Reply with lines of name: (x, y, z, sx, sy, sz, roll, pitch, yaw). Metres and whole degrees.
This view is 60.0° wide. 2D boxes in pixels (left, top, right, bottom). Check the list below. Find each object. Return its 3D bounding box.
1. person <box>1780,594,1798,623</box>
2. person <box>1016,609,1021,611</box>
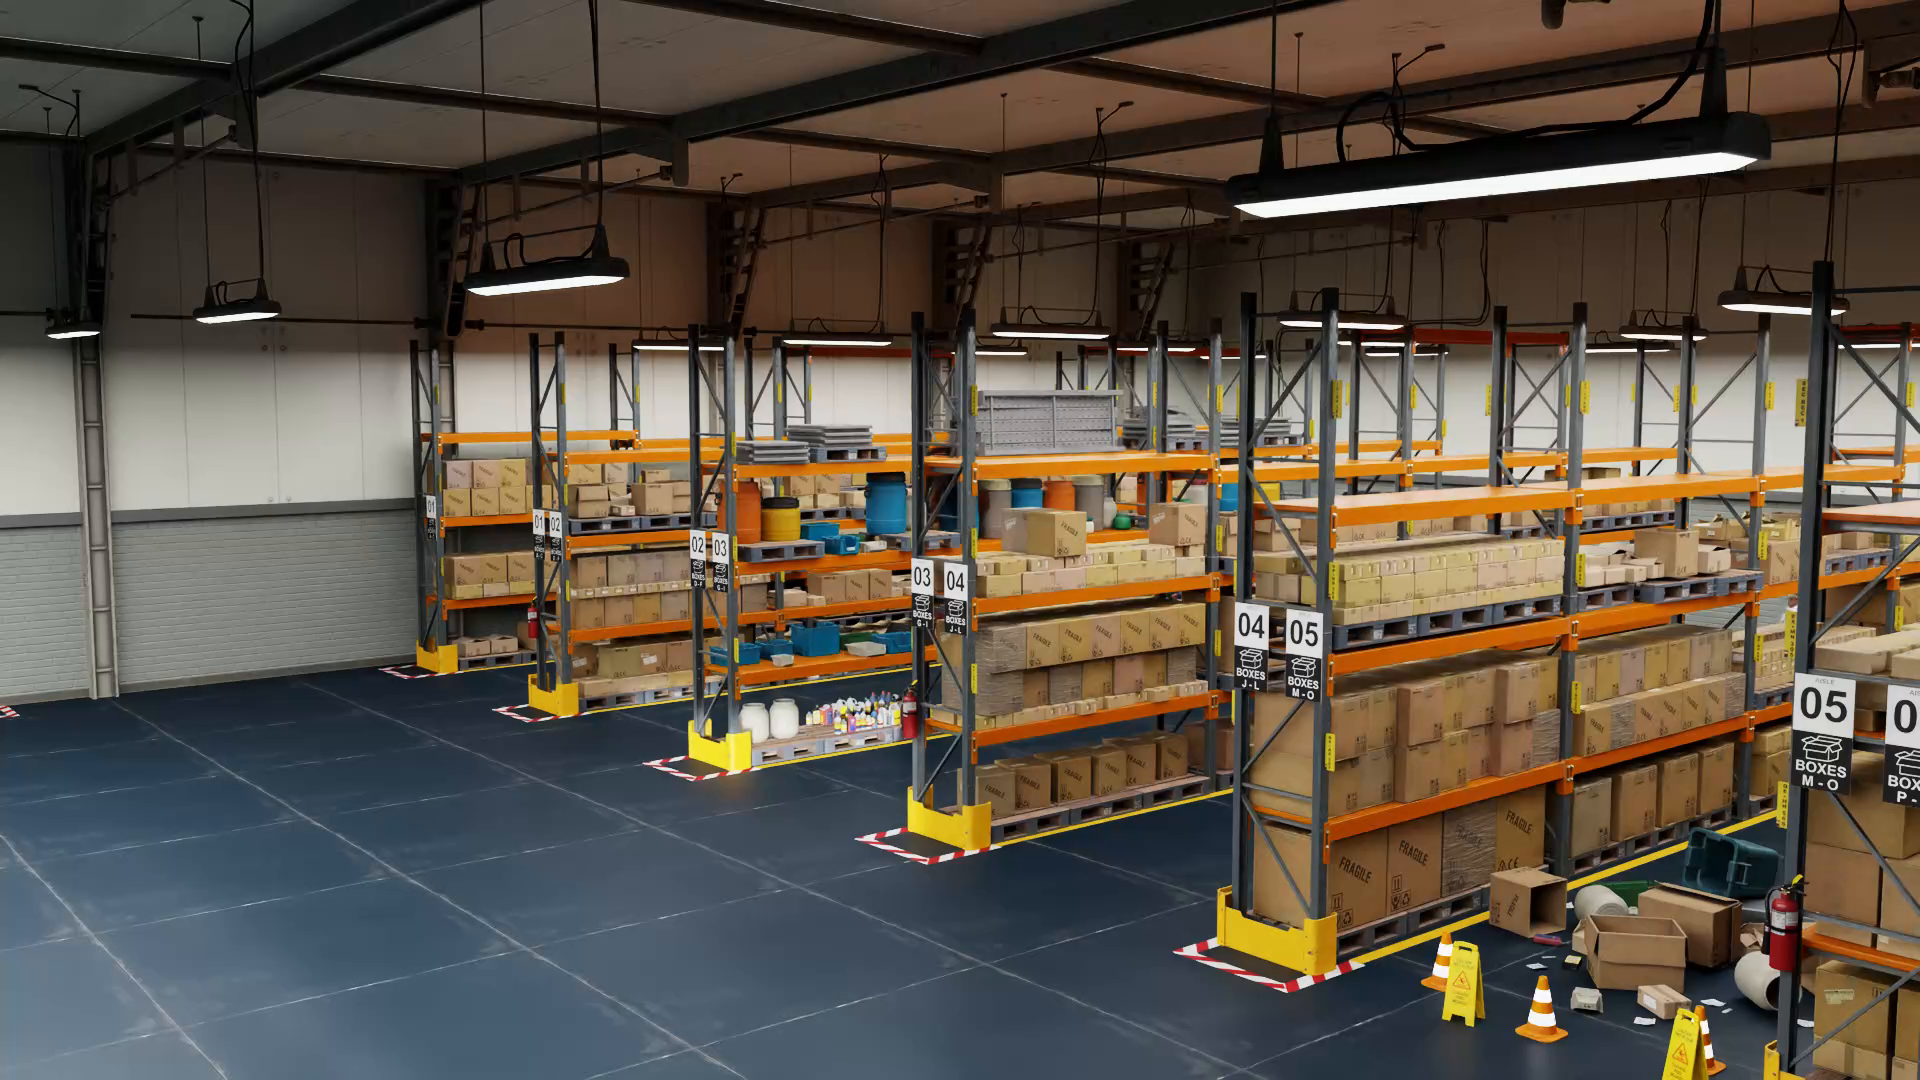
person: (13.932, 1.692, 28.030, 1.018, 1.714, 0.625, 5, 7, 43)
person: (0.712, 1.411, 29.503, 0.885, 1.731, 0.599, -5, 7, -43)
